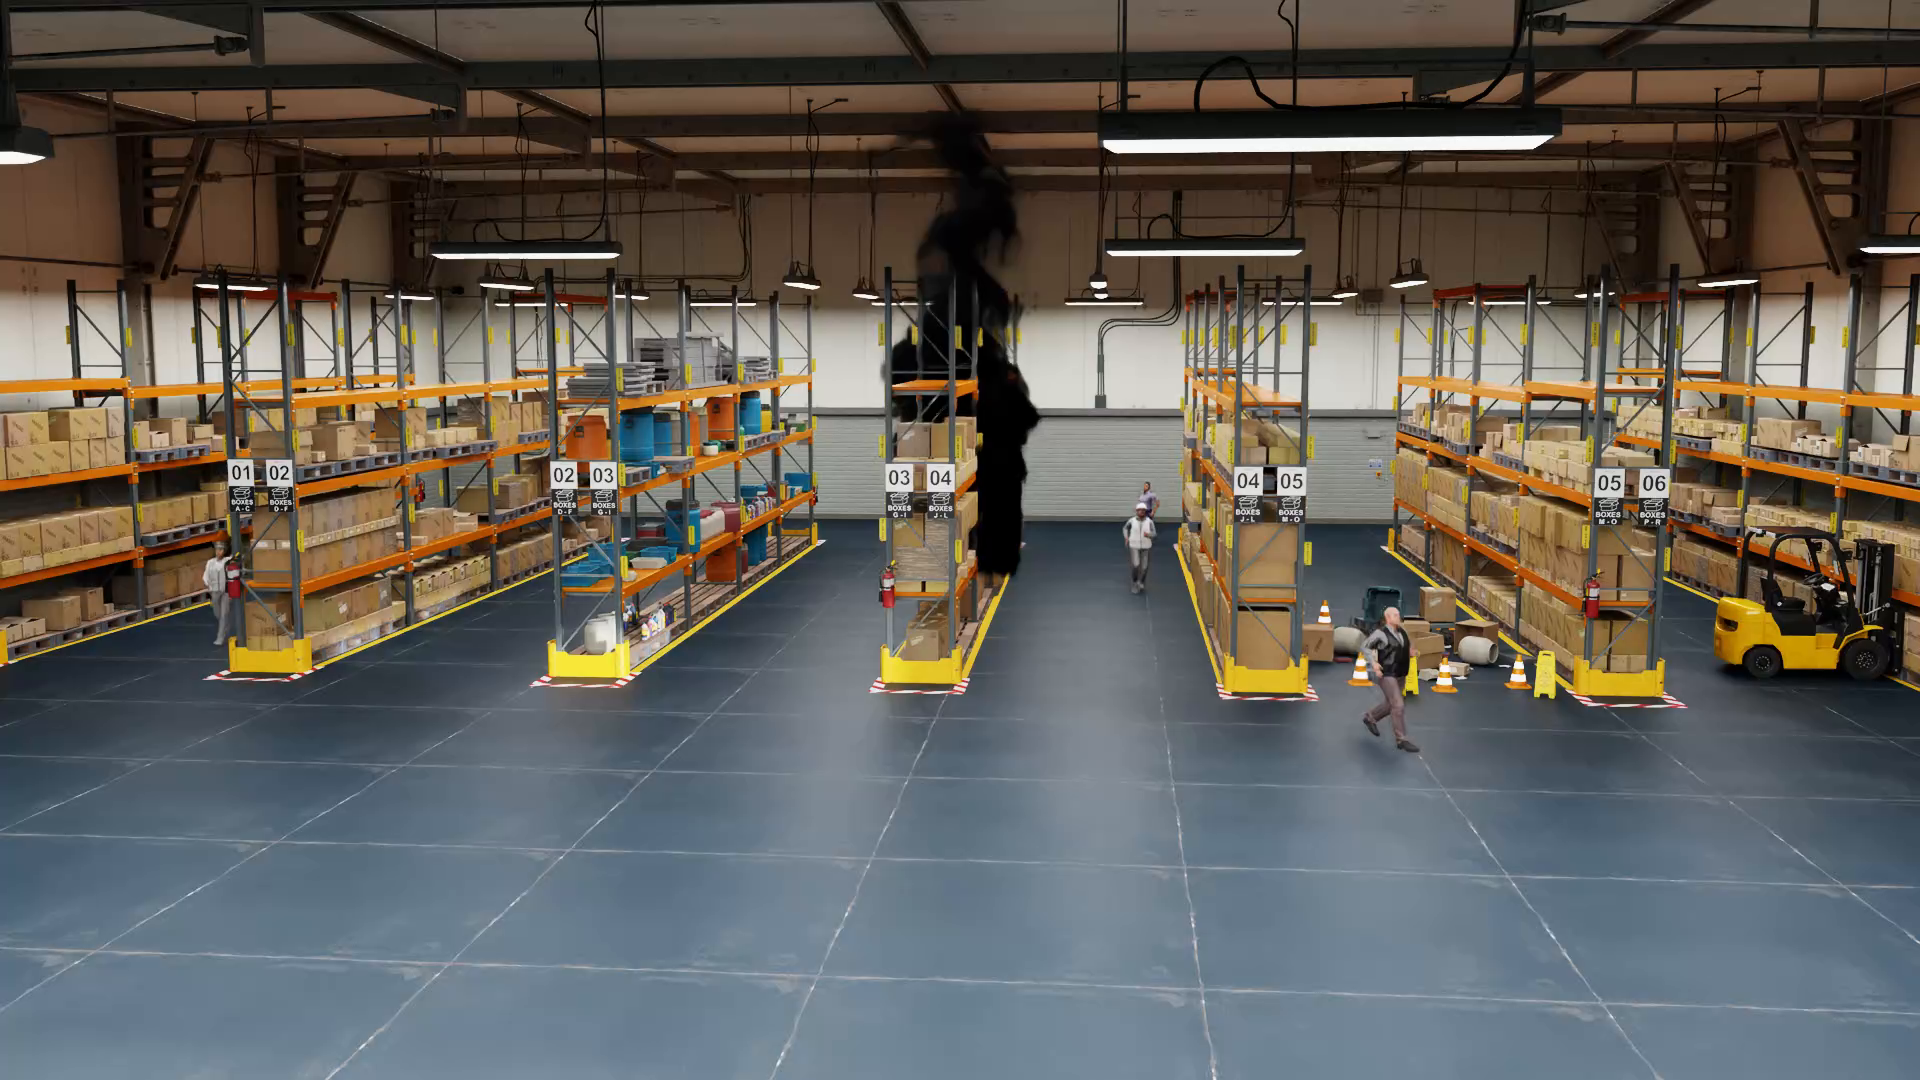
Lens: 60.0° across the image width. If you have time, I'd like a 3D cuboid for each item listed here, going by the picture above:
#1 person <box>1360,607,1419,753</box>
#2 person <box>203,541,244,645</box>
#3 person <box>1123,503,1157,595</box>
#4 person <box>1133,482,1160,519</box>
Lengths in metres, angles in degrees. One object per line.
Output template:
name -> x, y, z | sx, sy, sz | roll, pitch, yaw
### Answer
person -> 5.271, 1.666, 20.314 | 0.657, 1.703, 0.971 | -5, 9, -36
person -> -12.126, 0.842, 27.356 | 0.618, 1.669, 0.890 | -1, 7, -8
person -> 3.536, 0.171, 32.629 | 0.625, 1.811, 0.730 | 0, 7, -2
person -> 4.460, -0.637, 40.229 | 0.504, 1.563, 0.730 | -5, 8, -33
